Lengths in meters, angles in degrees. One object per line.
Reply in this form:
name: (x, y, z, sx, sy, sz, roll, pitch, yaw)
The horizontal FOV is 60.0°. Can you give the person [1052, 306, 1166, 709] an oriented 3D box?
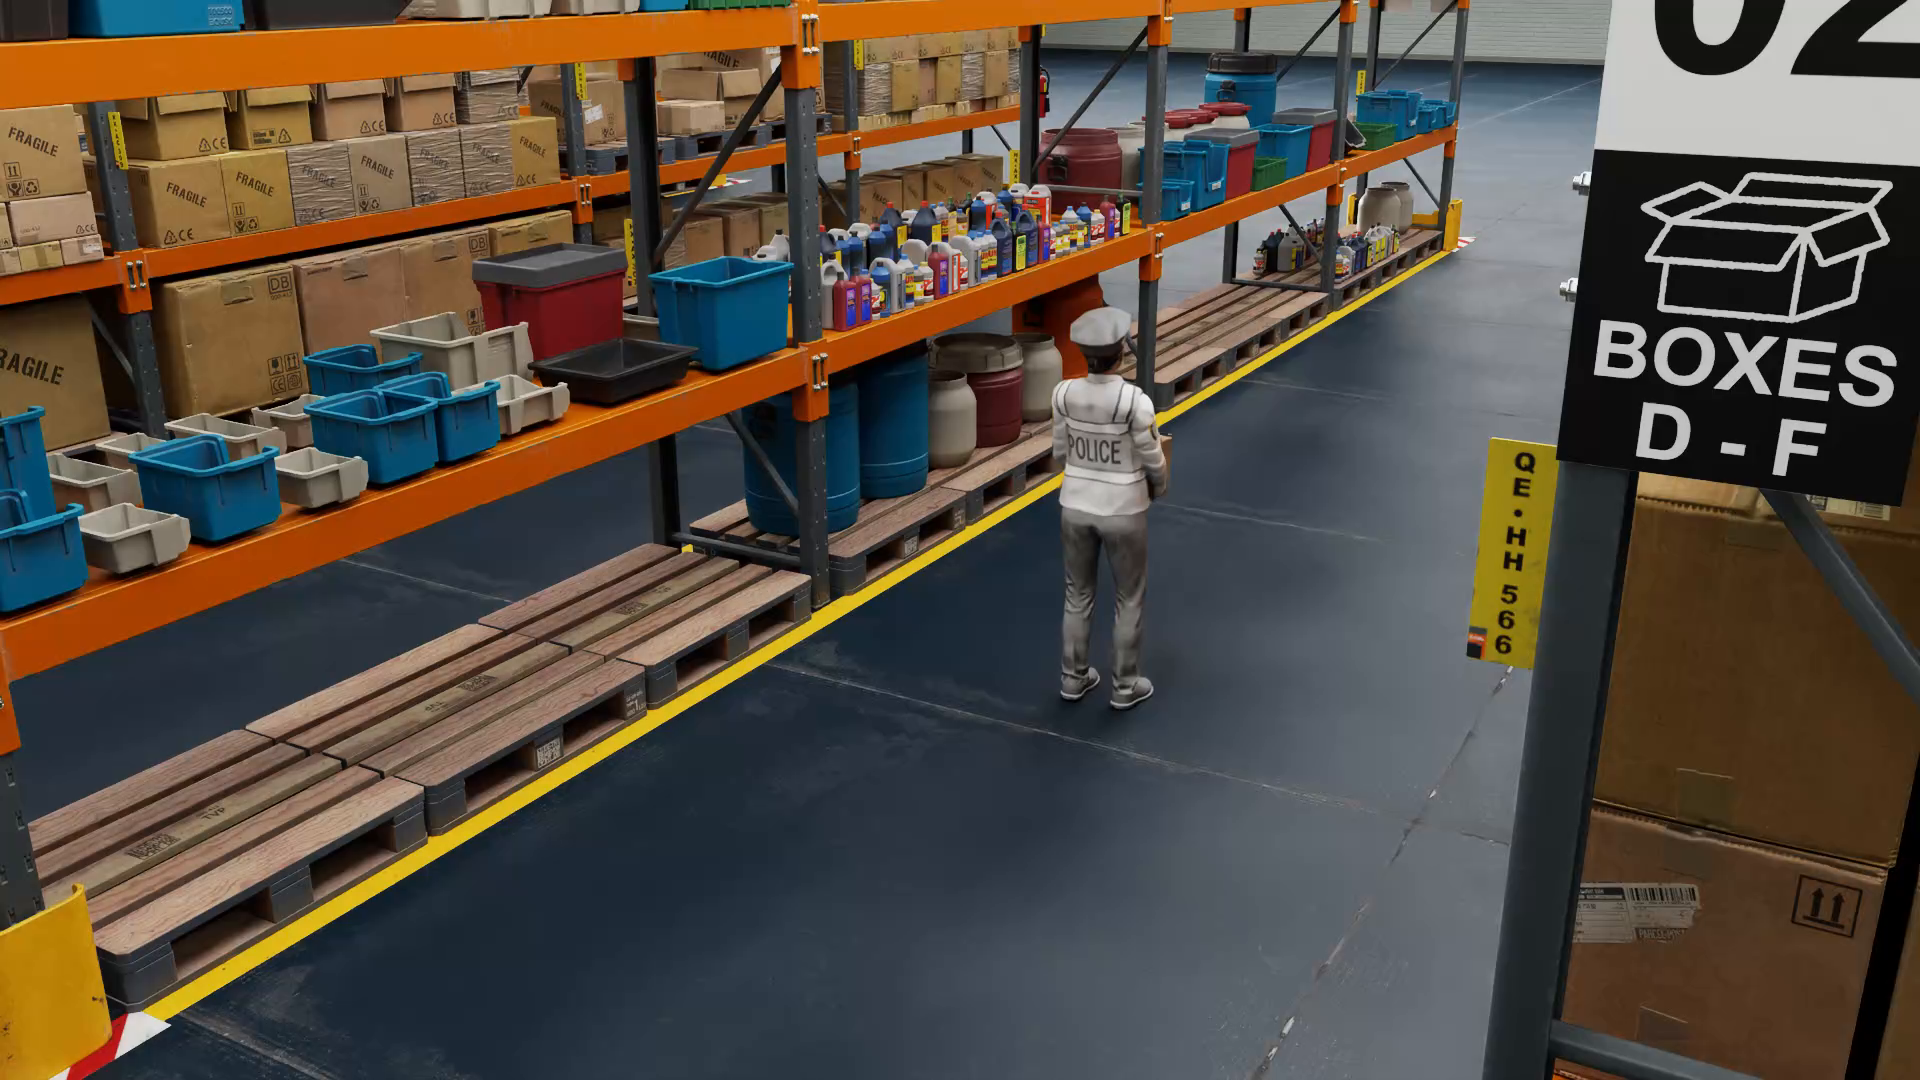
person: (0.629, -0.139, 6.914, 0.482, 1.692, 0.517, 10, 22, 27)
